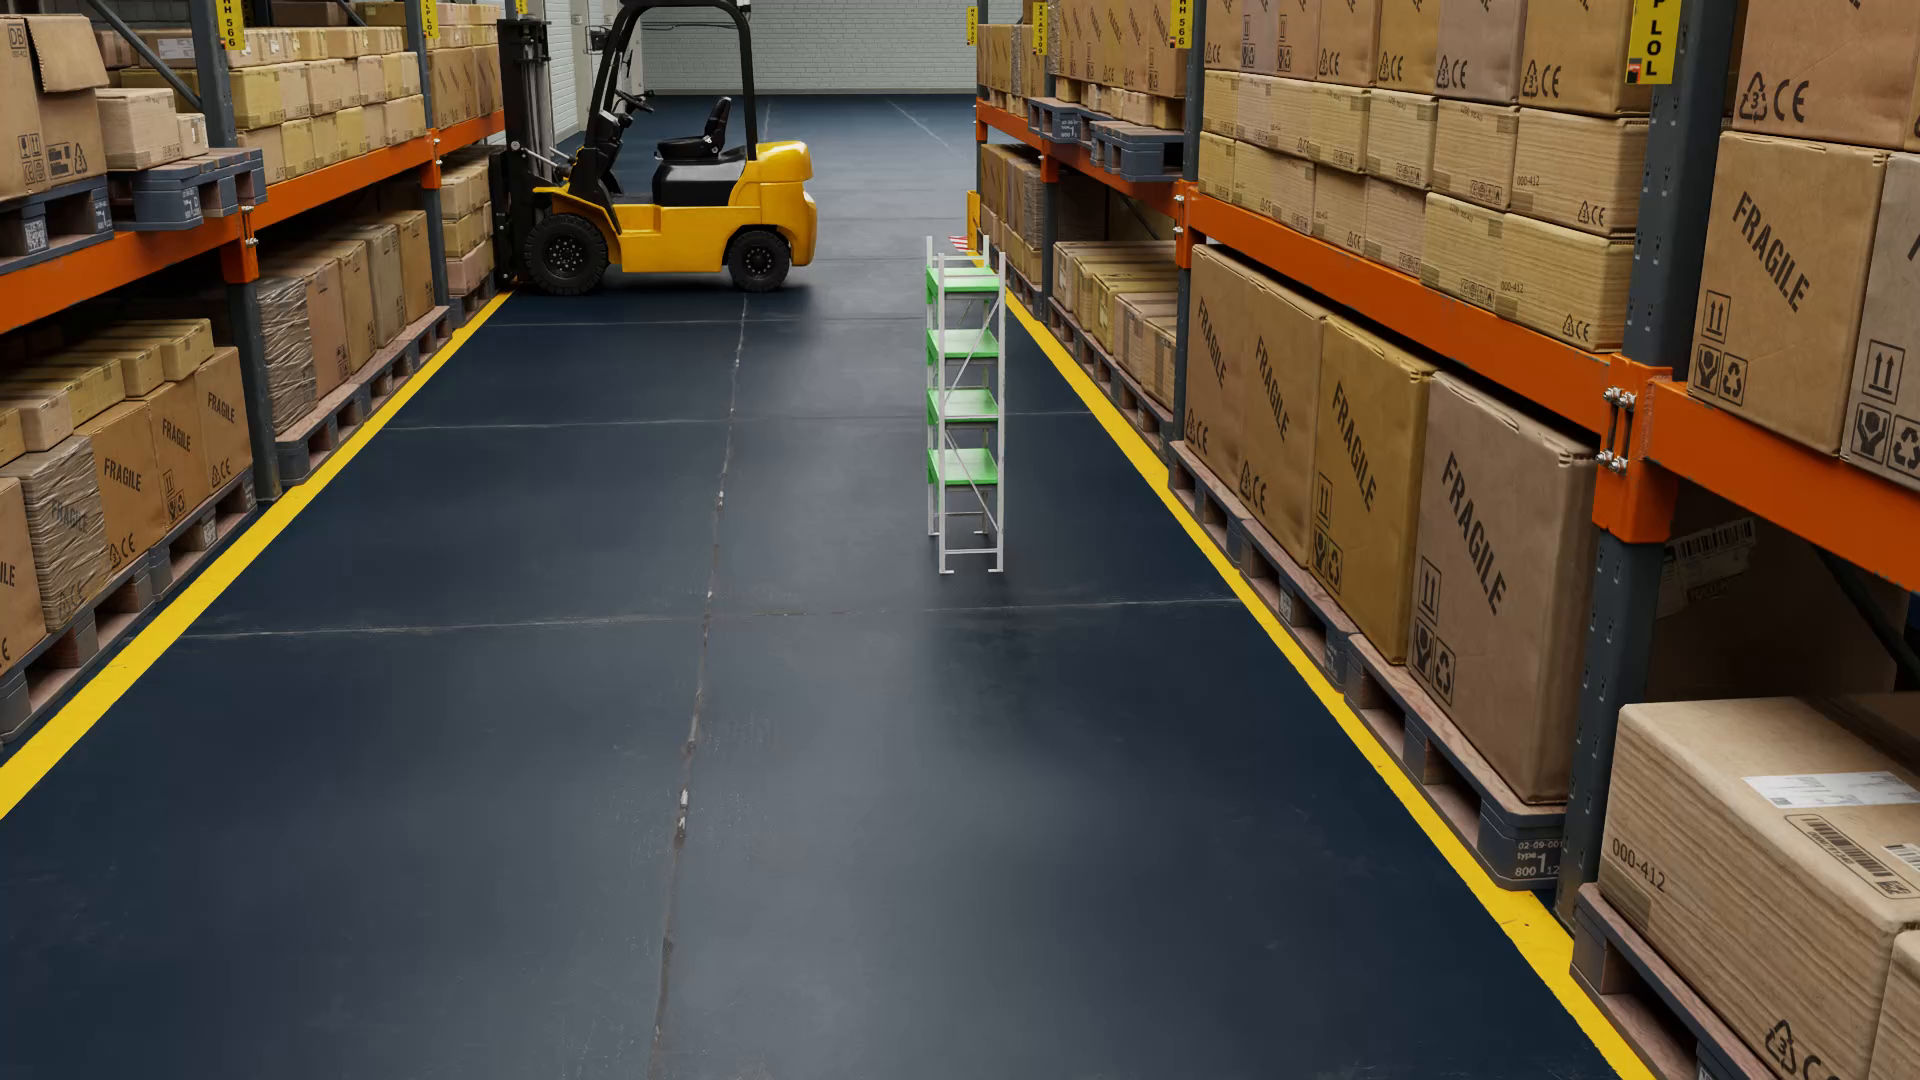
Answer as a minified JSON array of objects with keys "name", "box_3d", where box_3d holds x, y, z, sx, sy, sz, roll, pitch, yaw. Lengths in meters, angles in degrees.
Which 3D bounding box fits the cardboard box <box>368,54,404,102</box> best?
[{"name":"cardboard box","box_3d":[-3.507,-2.657,9.550,0.500,0.250,0.500,-2,18,-7]}]

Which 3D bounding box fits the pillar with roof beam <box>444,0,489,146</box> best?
[{"name":"pillar with roof beam","box_3d":[-1.447,-8.521,18.796,9.100,9.000,0.400,-2,18,-6]}]

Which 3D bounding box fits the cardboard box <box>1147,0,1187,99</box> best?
[{"name":"cardboard box","box_3d":[1.153,-2.261,7.508,0.500,0.500,0.500,-2,18,-7]}]

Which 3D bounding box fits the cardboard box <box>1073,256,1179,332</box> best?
[{"name":"cardboard box","box_3d":[1.198,-1.513,10.174,0.950,0.372,0.625,-1,17,-2]}]

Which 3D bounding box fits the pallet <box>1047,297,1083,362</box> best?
[{"name":"pallet","box_3d":[1.146,-1.374,10.701,1.003,0.211,1.213,-2,18,-6]}]

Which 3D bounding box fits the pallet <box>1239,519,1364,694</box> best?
[{"name":"pallet","box_3d":[1.606,0.186,5.733,1.003,0.211,1.213,-2,18,-6]}]

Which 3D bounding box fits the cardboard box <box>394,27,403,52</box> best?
[{"name":"cardboard box","box_3d":[-3.617,-3.044,10.116,0.380,0.149,0.250,-1,17,-4]}]

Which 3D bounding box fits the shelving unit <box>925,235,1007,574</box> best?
[{"name":"shelving unit","box_3d":[0.017,-0.523,6.340,0.258,1.200,0.503,-2,18,-6]}]

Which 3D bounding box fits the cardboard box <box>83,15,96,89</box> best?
[{"name":"cardboard box","box_3d":[-3.562,-1.680,6.153,0.500,0.500,0.500,-1,17,-3]}]

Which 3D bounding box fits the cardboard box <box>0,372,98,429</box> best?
[{"name":"cardboard box","box_3d":[-3.107,-0.454,5.503,0.380,0.149,0.250,-2,18,-6]}]

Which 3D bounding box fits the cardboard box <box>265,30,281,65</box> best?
[{"name":"cardboard box","box_3d":[-3.281,-2.207,7.448,0.380,0.149,0.250,-1,17,-4]}]

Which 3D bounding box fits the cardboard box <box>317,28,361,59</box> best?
[{"name":"cardboard box","box_3d":[-3.351,-2.588,8.662,0.380,0.149,0.250,-2,18,-7]}]

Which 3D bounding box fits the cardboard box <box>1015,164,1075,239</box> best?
[{"name":"cardboard box","box_3d":[0.682,-2.502,12.276,0.500,0.500,0.500,-1,17,-5]}]

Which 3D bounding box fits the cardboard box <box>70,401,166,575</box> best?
[{"name":"cardboard box","box_3d":[-3.105,-0.173,5.693,0.500,0.500,0.500,-1,17,-3]}]

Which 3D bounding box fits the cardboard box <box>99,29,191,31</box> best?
[{"name":"cardboard box","box_3d":[-3.843,-2.343,7.882,0.380,0.149,0.250,-2,18,-6]}]

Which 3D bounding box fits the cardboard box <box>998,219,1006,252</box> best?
[{"name":"cardboard box","box_3d":[0.574,-2.453,13.373,0.500,0.250,0.500,-1,17,-2]}]

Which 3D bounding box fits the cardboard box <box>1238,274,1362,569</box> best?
[{"name":"cardboard box","box_3d":[1.553,-0.457,5.971,0.875,0.875,0.875,-2,17,-5]}]

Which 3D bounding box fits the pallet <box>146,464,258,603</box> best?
[{"name":"pallet","box_3d":[-3.421,-0.036,6.440,1.003,0.211,1.213,-2,18,-6]}]

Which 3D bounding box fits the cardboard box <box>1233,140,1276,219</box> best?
[{"name":"cardboard box","box_3d":[1.347,-1.367,6.274,0.500,0.250,0.500,-2,18,-7]}]

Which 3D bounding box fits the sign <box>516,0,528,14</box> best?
[{"name":"sign","box_3d":[-3.744,-4.652,14.158,0.100,0.325,0.005,-2,18,-6]}]

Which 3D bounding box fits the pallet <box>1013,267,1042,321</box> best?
[{"name":"pallet","box_3d":[0.960,-1.805,12.074,1.003,0.211,1.213,-2,18,-6]}]

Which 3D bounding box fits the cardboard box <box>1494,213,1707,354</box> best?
[{"name":"cardboard box","box_3d":[1.592,-0.607,3.854,0.500,0.250,0.500,-2,18,-7]}]

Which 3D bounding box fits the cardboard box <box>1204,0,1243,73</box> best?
[{"name":"cardboard box","box_3d":[1.284,-2.115,6.569,0.500,0.500,0.500,-2,18,-7]}]

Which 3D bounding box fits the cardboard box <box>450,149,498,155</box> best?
[{"name":"cardboard box","box_3d":[-3.869,-3.060,13.635,0.500,0.250,0.500,-1,17,-5]}]

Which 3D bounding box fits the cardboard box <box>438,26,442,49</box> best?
[{"name":"cardboard box","box_3d":[-3.727,-3.396,11.237,0.380,0.149,0.250,-2,18,-6]}]

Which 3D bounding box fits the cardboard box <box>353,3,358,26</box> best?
[{"name":"cardboard box","box_3d":[-4.231,-3.521,11.139,0.380,0.149,0.250,-2,18,-6]}]

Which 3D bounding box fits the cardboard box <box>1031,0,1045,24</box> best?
[{"name":"cardboard box","box_3d":[0.966,-4.498,13.665,0.700,0.500,0.500,-2,18,-5]}]

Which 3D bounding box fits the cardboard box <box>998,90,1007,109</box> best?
[{"name":"cardboard box","box_3d":[0.508,-3.591,13.528,0.380,0.149,0.250,-1,17,-4]}]

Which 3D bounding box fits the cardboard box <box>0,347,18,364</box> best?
[{"name":"cardboard box","box_3d":[-3.610,-0.591,5.940,0.380,0.149,0.250,-2,17,-5]}]

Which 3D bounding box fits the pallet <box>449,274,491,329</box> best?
[{"name":"pallet","box_3d":[-3.913,-1.690,11.707,1.003,0.211,1.213,-2,18,-6]}]

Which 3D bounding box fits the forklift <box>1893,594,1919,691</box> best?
[{"name":"forklift","box_3d":[3.045,-1.262,5.804,1.130,2.935,3.031,-3,18,-9]}]

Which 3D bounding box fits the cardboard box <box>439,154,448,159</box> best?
[{"name":"cardboard box","box_3d":[-4.328,-2.892,13.101,0.500,0.250,0.500,-2,18,-6]}]

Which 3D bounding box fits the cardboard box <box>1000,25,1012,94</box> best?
[{"name":"cardboard box","box_3d":[0.596,-3.711,12.825,0.500,0.500,0.500,-2,18,-7]}]

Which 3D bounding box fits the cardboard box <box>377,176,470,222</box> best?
[{"name":"cardboard box","box_3d":[-3.610,-2.301,11.219,0.500,0.250,0.500,-2,18,-6]}]

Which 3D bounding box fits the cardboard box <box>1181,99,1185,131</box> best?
[{"name":"cardboard box","box_3d":[1.209,-1.915,7.489,0.380,0.149,0.250,-1,17,-4]}]

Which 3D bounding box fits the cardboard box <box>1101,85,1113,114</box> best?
[{"name":"cardboard box","box_3d":[0.970,-2.375,8.952,0.380,0.149,0.250,-2,18,-7]}]

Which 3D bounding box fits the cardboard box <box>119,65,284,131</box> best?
[{"name":"cardboard box","box_3d":[-3.238,-1.898,7.129,0.500,0.250,0.500,-2,18,-6]}]

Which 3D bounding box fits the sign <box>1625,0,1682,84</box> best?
[{"name":"sign","box_3d":[1.351,-1.048,3.206,0.100,0.325,0.005,-2,18,-6]}]

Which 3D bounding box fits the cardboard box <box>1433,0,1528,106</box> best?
[{"name":"cardboard box","box_3d":[1.533,-1.357,4.155,0.500,0.500,0.500,-1,17,-5]}]

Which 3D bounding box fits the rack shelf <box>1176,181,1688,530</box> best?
[{"name":"rack shelf","box_3d":[1.683,-0.805,5.436,1.077,0.370,4.000,-2,18,-6]}]

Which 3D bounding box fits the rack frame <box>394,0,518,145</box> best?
[{"name":"rack frame","box_3d":[-4.285,-3.974,14.326,1.000,3.000,0.127,-2,18,-6]}]

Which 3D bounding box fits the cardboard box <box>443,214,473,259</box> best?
[{"name":"cardboard box","box_3d":[-3.616,-2.063,11.294,0.500,0.250,0.500,-2,18,-6]}]

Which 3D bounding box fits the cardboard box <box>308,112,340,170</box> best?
[{"name":"cardboard box","box_3d":[-3.370,-1.962,8.168,0.500,0.250,0.500,-2,18,-7]}]

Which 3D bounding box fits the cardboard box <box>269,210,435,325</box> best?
[{"name":"cardboard box","box_3d":[-3.808,-1.694,10.329,0.875,0.625,0.625,-1,17,-3]}]

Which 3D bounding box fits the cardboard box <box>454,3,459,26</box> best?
[{"name":"cardboard box","box_3d":[-3.741,-3.692,11.684,0.380,0.149,0.250,-2,18,-7]}]

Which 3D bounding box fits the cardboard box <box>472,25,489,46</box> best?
[{"name":"cardboard box","box_3d":[-3.814,-3.855,12.698,0.380,0.149,0.250,-2,18,-5]}]

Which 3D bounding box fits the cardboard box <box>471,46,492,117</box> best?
[{"name":"cardboard box","box_3d":[-3.813,-3.426,12.415,0.500,0.500,0.500,-2,18,-5]}]

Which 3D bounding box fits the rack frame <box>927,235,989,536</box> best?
[{"name":"rack frame","box_3d":[-0.008,-0.596,6.572,0.240,1.200,0.015,-2,18,-6]}]

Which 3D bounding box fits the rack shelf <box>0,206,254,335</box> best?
[{"name":"rack shelf","box_3d":[-3.254,-0.651,4.944,1.077,0.370,4.000,-2,18,-6]}]

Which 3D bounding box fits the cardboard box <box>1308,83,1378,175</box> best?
[{"name":"cardboard box","box_3d":[1.414,-1.299,5.221,0.500,0.250,0.500,-1,17,-5]}]

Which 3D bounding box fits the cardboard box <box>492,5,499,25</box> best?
[{"name":"cardboard box","box_3d":[-3.928,-4.223,13.374,0.380,0.149,0.250,-1,17,-4]}]

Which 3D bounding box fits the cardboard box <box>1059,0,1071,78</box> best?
[{"name":"cardboard box","box_3d":[0.880,-3.029,9.951,0.500,0.500,0.500,-2,18,-5]}]
